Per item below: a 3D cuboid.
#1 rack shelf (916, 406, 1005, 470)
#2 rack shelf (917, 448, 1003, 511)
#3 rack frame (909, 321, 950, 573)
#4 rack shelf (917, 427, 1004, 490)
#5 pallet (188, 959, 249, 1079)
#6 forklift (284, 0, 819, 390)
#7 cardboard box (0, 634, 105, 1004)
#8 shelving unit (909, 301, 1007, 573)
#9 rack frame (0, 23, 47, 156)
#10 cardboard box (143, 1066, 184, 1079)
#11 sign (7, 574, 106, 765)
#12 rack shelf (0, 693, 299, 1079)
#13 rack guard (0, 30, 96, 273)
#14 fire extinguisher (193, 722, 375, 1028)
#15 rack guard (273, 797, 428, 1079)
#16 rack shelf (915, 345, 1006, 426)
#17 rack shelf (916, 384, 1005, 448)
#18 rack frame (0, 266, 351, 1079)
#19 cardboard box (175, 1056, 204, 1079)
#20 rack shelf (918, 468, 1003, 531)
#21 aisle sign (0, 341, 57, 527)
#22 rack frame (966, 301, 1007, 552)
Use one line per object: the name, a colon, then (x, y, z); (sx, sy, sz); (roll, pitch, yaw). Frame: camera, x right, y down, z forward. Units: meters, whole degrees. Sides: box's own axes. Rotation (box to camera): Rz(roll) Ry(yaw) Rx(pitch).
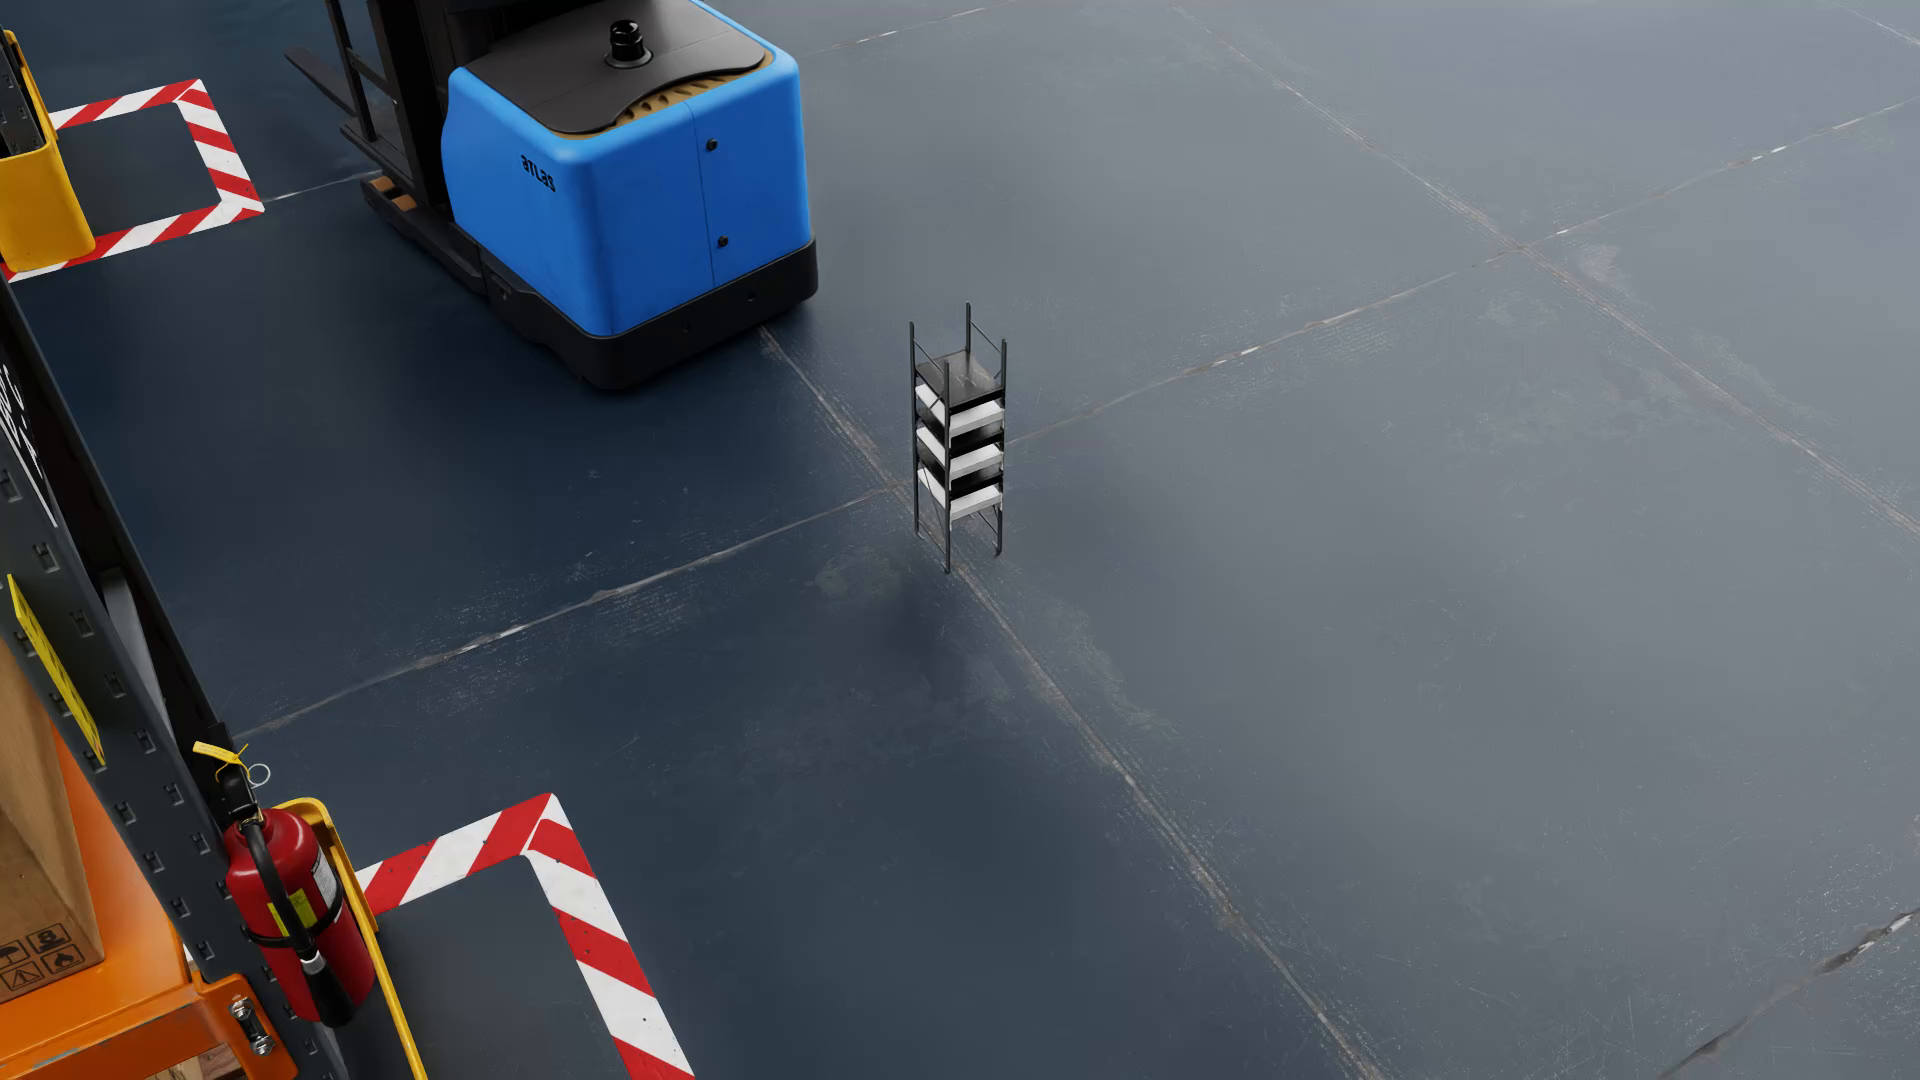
rack shelf: (-0.007, -0.361, 5.394); (0.200, 0.077, 0.258); (-22, 48, -21)
rack shelf: (-0.007, -0.232, 5.520); (0.200, 0.077, 0.258); (-22, 48, -21)
rack frame: (-0.095, -0.285, 5.397); (0.006, 0.900, 0.240); (-22, 48, -21)
rack shelf: (-0.007, -0.296, 5.457); (0.200, 0.077, 0.258); (-22, 48, -21)
pallet: (-2.201, 1.650, 3.898); (1.213, 0.211, 1.003); (-22, 48, -21)
forklift: (-1.922, -2.562, 6.285); (1.130, 2.935, 3.031); (-32, 52, -28)
cardboard box: (-1.970, 0.477, 3.033); (0.500, 0.500, 0.700); (-22, 48, -21)
shelving unit: (-0.007, -0.320, 5.434); (0.210, 0.900, 0.258); (-22, 48, -21)
rack frame: (-4.024, -2.634, 6.310); (0.127, 3.000, 1.000); (-22, 48, -21)
cardboard box: (-1.876, 1.291, 3.400); (0.500, 0.500, 0.500); (-22, 48, -21)
sign: (-1.301, 0.190, 2.398); (0.005, 0.325, 0.100); (-22, 48, -21)
rack shelf: (-3.293, 1.311, 2.762); (4.000, 0.370, 1.077); (-22, 48, -21)
rack guard: (-4.066, -1.682, 7.124); (0.348, 0.500, 1.175); (-22, 48, -21)
fire extinguisher: (-1.225, 0.626, 3.007); (0.183, 0.674, 0.296); (-22, 48, -21)
rack guard: (-1.538, 1.247, 4.106); (0.348, 0.500, 1.175); (-22, 48, -21)
rack shelf: (-0.007, -0.490, 5.269); (0.200, 0.077, 0.258); (-22, 48, -21)
rack shelf: (-0.007, -0.425, 5.332); (0.200, 0.077, 0.258); (-22, 48, -21)
rack frame: (-1.559, 0.359, 3.227); (0.127, 3.000, 1.000); (-22, 48, -21)
cardboard box: (-2.135, 1.246, 3.985); (0.500, 0.250, 0.500); (-22, 48, -21)
rack shelf: (-0.007, -0.167, 5.582); (0.200, 0.077, 0.258); (-22, 48, -21)
aisle sign: (-1.356, -0.420, 2.162); (0.004, 0.787, 0.394); (-22, 48, -21)
rack frame: (0.081, -0.355, 5.470); (0.006, 0.900, 0.240); (-22, 48, -21)
